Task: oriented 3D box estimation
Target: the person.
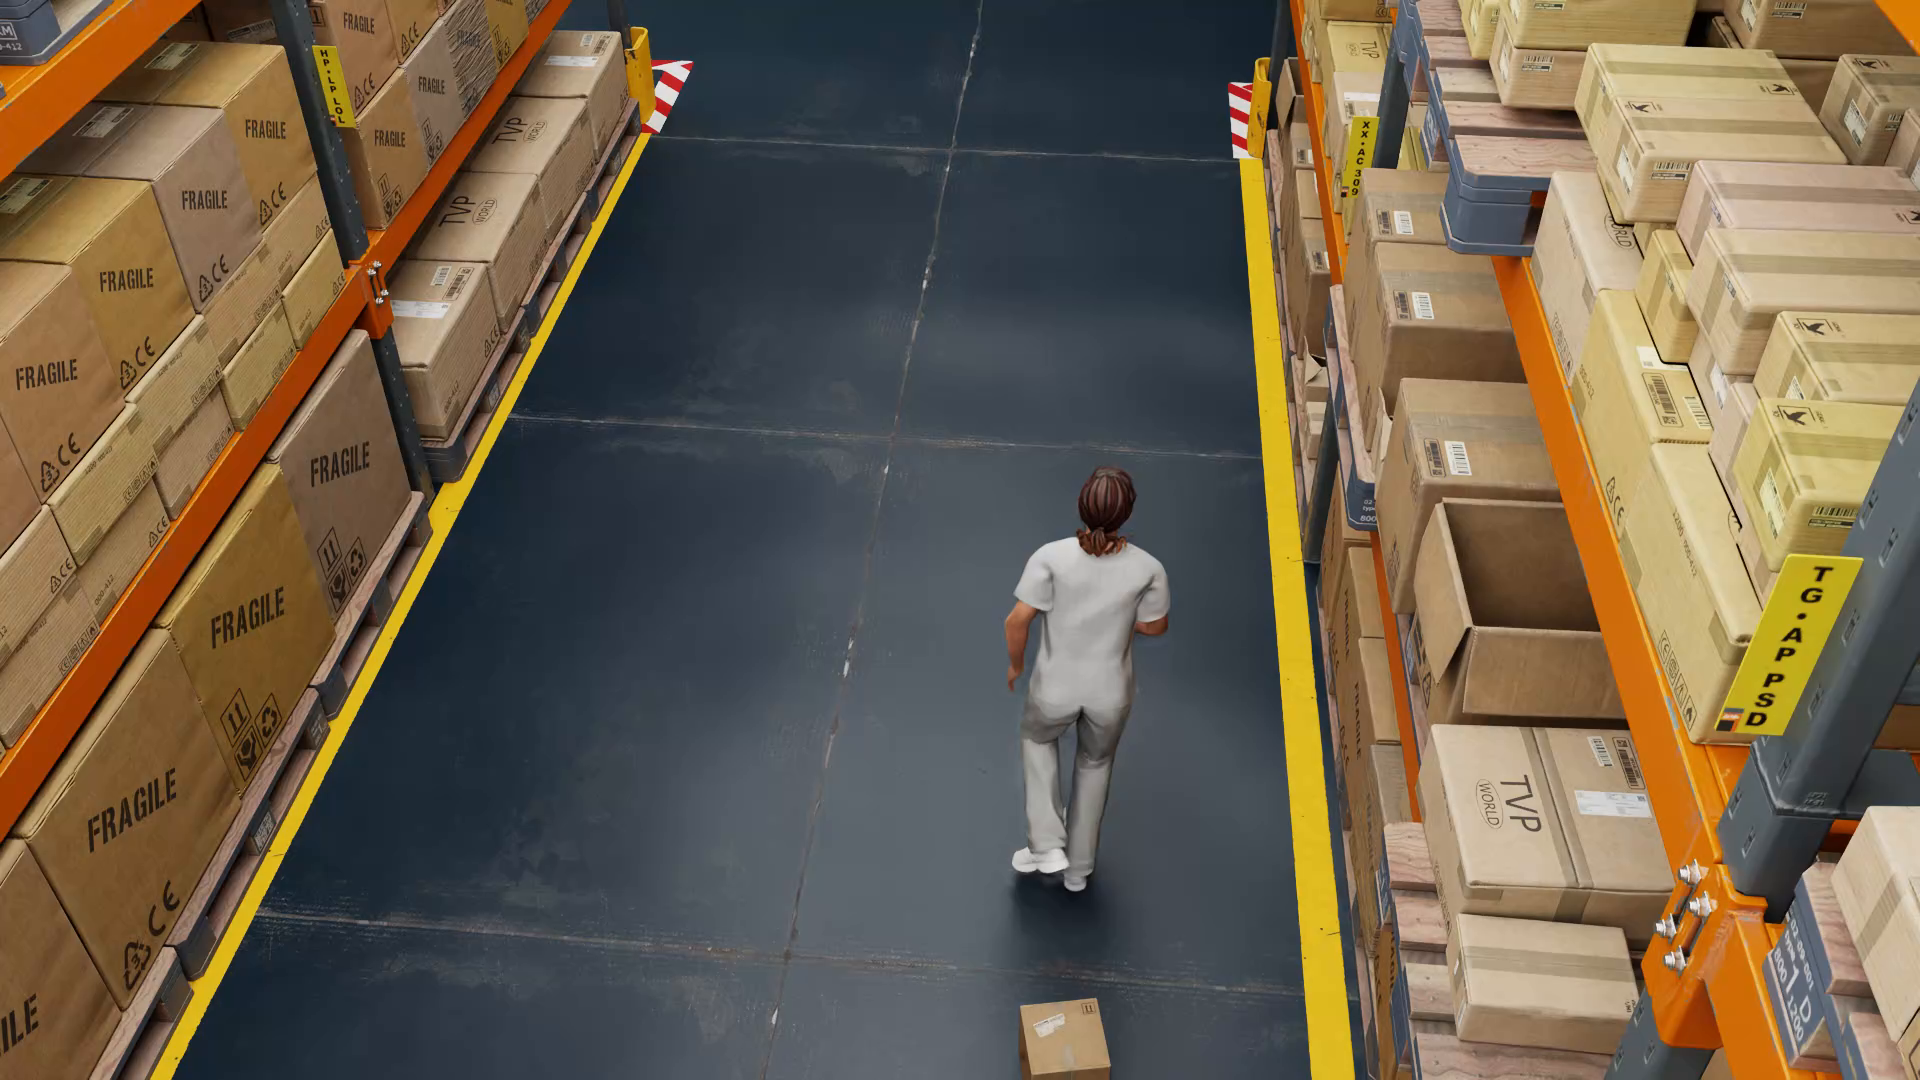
[{"bbox_3d":[0.420,0.494,5.659,0.544,1.560,0.732,3,40,4],"label":"person"}]
